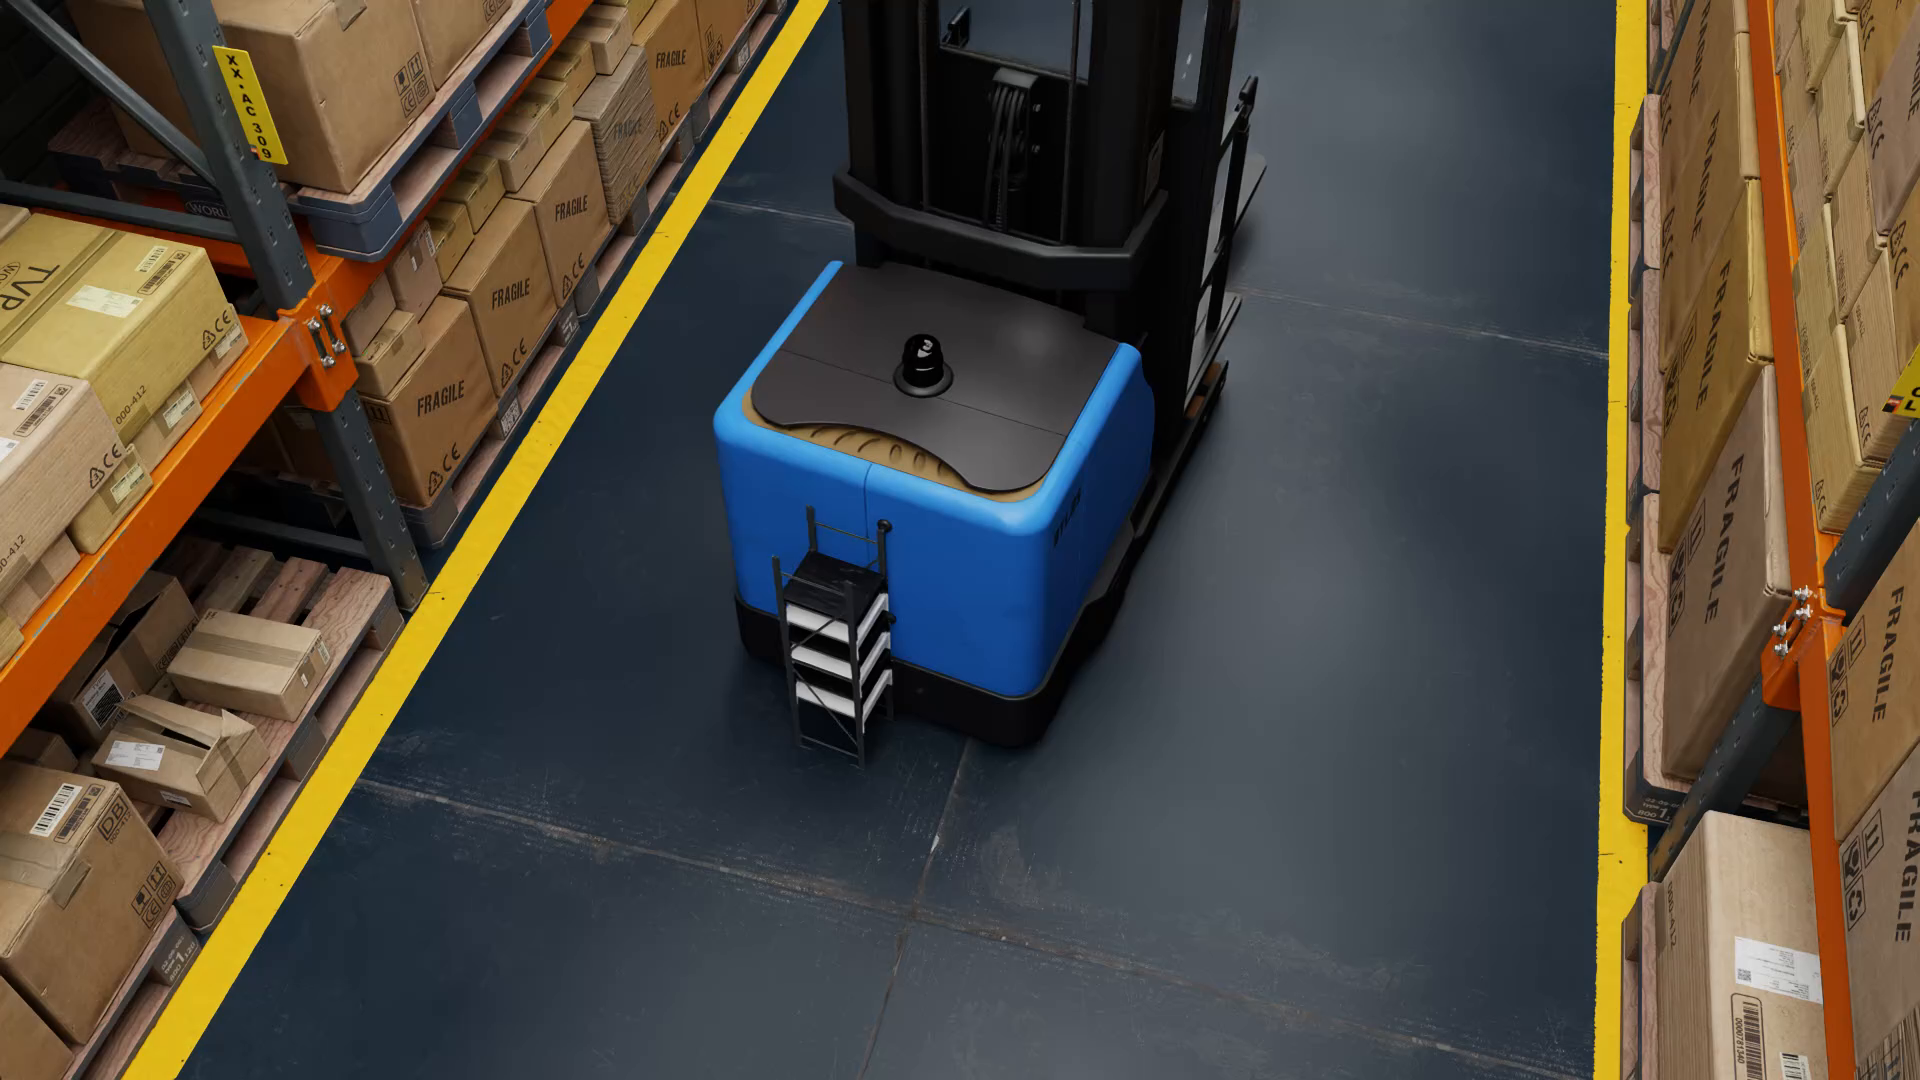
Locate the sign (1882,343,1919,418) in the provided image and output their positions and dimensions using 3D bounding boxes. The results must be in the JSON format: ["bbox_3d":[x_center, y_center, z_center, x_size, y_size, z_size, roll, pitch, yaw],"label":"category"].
[{"bbox_3d":[1.979,-0.369,3.355,0.100,0.325,0.005,12,50,10],"label":"sign"}]

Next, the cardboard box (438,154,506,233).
[{"bbox_3d":[-1.820,-1.226,5.786,0.380,0.149,0.250,11,49,9],"label":"cardboard box"}]

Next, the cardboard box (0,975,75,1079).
[{"bbox_3d":[-2.587,1.296,3.993,0.500,0.500,0.500,12,50,11],"label":"cardboard box"}]

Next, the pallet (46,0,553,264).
[{"bbox_3d":[-1.969,-1.381,5.097,1.003,0.211,1.213,12,50,10],"label":"pallet"}]

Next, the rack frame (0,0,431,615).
[{"bbox_3d":[-2.285,-0.889,4.534,1.000,3.000,0.127,12,50,10],"label":"rack frame"}]

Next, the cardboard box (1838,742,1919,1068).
[{"bbox_3d":[1.993,0.706,3.059,0.500,0.500,0.500,12,50,10],"label":"cardboard box"}]

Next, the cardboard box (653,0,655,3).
[{"bbox_3d":[-1.384,-2.334,6.764,0.380,0.149,0.250,13,50,11],"label":"cardboard box"}]

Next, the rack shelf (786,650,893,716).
[{"bbox_3d":[-0.360,0.389,4.971,0.258,0.077,0.200,18,51,15],"label":"rack shelf"}]

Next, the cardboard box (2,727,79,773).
[{"bbox_3d":[-2.801,0.661,4.788,0.380,0.149,0.250,11,49,10],"label":"cardboard box"}]

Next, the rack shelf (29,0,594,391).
[{"bbox_3d":[-1.758,-2.097,6.080,1.077,0.370,4.000,12,50,10],"label":"rack shelf"}]

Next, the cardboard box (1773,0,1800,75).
[{"bbox_3d":[2.925,-1.698,5.348,0.500,0.250,0.500,13,50,11],"label":"cardboard box"}]

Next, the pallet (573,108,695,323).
[{"bbox_3d":[-1.788,-1.447,6.886,1.003,0.211,1.213,12,50,10],"label":"pallet"}]

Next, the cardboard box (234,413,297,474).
[{"bbox_3d":[-2.441,-0.614,5.678,0.500,0.500,0.500,11,50,10],"label":"cardboard box"}]

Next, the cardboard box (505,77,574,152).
[{"bbox_3d":[-1.650,-1.579,6.097,0.380,0.149,0.250,13,50,11],"label":"cardboard box"}]

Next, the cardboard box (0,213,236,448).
[{"bbox_3d":[-2.183,-0.521,4.111,0.500,0.250,0.500,13,50,11],"label":"cardboard box"}]

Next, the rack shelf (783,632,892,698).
[{"bbox_3d":[-0.360,0.329,4.904,0.258,0.077,0.200,18,51,15],"label":"rack shelf"}]

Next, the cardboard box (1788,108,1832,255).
[{"bbox_3d":[2.666,-0.966,4.702,0.500,0.250,0.500,10,49,9],"label":"cardboard box"}]

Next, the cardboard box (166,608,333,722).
[{"bbox_3d":[-2.148,0.377,5.038,0.380,0.149,0.250,10,49,9],"label":"cardboard box"}]

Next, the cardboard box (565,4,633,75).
[{"bbox_3d":[-1.493,-1.947,6.423,0.380,0.149,0.250,9,49,8],"label":"cardboard box"}]

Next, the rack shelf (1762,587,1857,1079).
[{"bbox_3d":[1.979,1.773,2.664,1.077,0.370,4.000,12,50,10],"label":"rack shelf"}]

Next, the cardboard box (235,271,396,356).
[{"bbox_3d":[-1.992,-0.732,5.152,0.380,0.149,0.250,11,49,9],"label":"cardboard box"}]

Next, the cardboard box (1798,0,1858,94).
[{"bbox_3d":[2.760,-1.507,4.846,0.500,0.250,0.500,12,50,11],"label":"cardboard box"}]

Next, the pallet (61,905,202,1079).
[{"bbox_3d":[-2.785,1.416,4.360,1.003,0.211,1.213,12,50,10],"label":"pallet"}]

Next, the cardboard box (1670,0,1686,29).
[{"bbox_3d":[3.716,-2.481,7.412,0.950,0.372,0.625,9,49,7],"label":"cardboard box"}]

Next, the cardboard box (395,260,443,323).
[{"bbox_3d":[-1.935,-0.838,5.443,0.380,0.149,0.250,10,49,9],"label":"cardboard box"}]

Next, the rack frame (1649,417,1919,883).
[{"bbox_3d":[2.505,0.088,3.671,1.000,3.000,0.127,12,50,10],"label":"rack frame"}]

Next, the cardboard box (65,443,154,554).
[{"bbox_3d":[-2.217,-0.140,4.040,0.380,0.149,0.250,13,50,11],"label":"cardboard box"}]

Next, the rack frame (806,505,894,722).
[{"bbox_3d":[-0.319,0.238,4.940,0.240,0.900,0.006,18,51,15],"label":"rack frame"}]

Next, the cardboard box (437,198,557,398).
[{"bbox_3d":[-1.809,-0.893,5.925,0.500,0.500,0.500,11,49,10],"label":"cardboard box"}]

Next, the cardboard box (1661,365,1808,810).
[{"bbox_3d":[2.591,0.188,4.720,0.875,0.875,0.875,13,50,11],"label":"cardboard box"}]

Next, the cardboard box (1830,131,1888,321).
[{"bbox_3d":[2.511,-0.757,4.184,0.500,0.250,0.500,13,50,11],"label":"cardboard box"}]

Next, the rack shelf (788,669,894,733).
[{"bbox_3d":[-0.360,0.448,5.038,0.258,0.077,0.200,18,51,15],"label":"rack shelf"}]

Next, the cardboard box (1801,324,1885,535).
[{"bbox_3d":[2.380,-0.236,4.058,0.500,0.250,0.500,10,49,9],"label":"cardboard box"}]

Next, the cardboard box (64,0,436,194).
[{"bbox_3d":[-1.941,-1.366,4.608,0.700,0.500,0.500,13,50,11],"label":"cardboard box"}]

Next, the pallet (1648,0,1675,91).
[{"bbox_3d":[3.765,-2.447,7.769,1.003,0.211,1.213,12,50,10],"label":"pallet"}]

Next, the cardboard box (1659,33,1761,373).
[{"bbox_3d":[3.057,-1.113,5.869,0.875,0.875,0.875,12,50,10],"label":"cardboard box"}]

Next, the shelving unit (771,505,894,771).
[{"bbox_3d":[-0.360,0.307,4.879,0.258,0.900,0.210,18,51,15],"label":"shelving unit"}]

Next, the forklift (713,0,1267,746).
[{"bbox_3d":[0.345,-1.462,5.085,1.130,2.935,3.031,18,51,15],"label":"forklift"}]

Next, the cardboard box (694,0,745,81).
[{"bbox_3d":[-1.277,-2.385,7.242,0.500,0.500,0.500,11,49,9],"label":"cardboard box"}]

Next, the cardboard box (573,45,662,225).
[{"bbox_3d":[-1.531,-1.627,6.572,0.500,0.500,0.500,10,49,9],"label":"cardboard box"}]

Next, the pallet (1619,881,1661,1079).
[{"bbox_3d":[2.229,1.546,4.245,1.003,0.211,1.213,12,50,10],"label":"pallet"}]

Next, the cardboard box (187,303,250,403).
[{"bbox_3d":[-2.125,-0.525,4.380,0.380,0.149,0.250,12,50,11],"label":"cardboard box"}]

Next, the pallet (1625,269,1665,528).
[{"bbox_3d":[2.955,-0.447,6.004,1.003,0.211,1.213,12,50,10],"label":"pallet"}]

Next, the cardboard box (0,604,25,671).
[{"bbox_3d":[-2.353,0.235,3.709,0.380,0.149,0.250,11,49,9],"label":"cardboard box"}]

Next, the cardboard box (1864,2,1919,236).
[{"bbox_3d":[2.510,-1.024,3.920,0.500,0.500,0.500,12,50,11],"label":"cardboard box"}]

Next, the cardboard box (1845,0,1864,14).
[{"bbox_3d":[2.784,-1.764,4.573,0.500,0.500,0.500,12,50,11],"label":"cardboard box"}]
